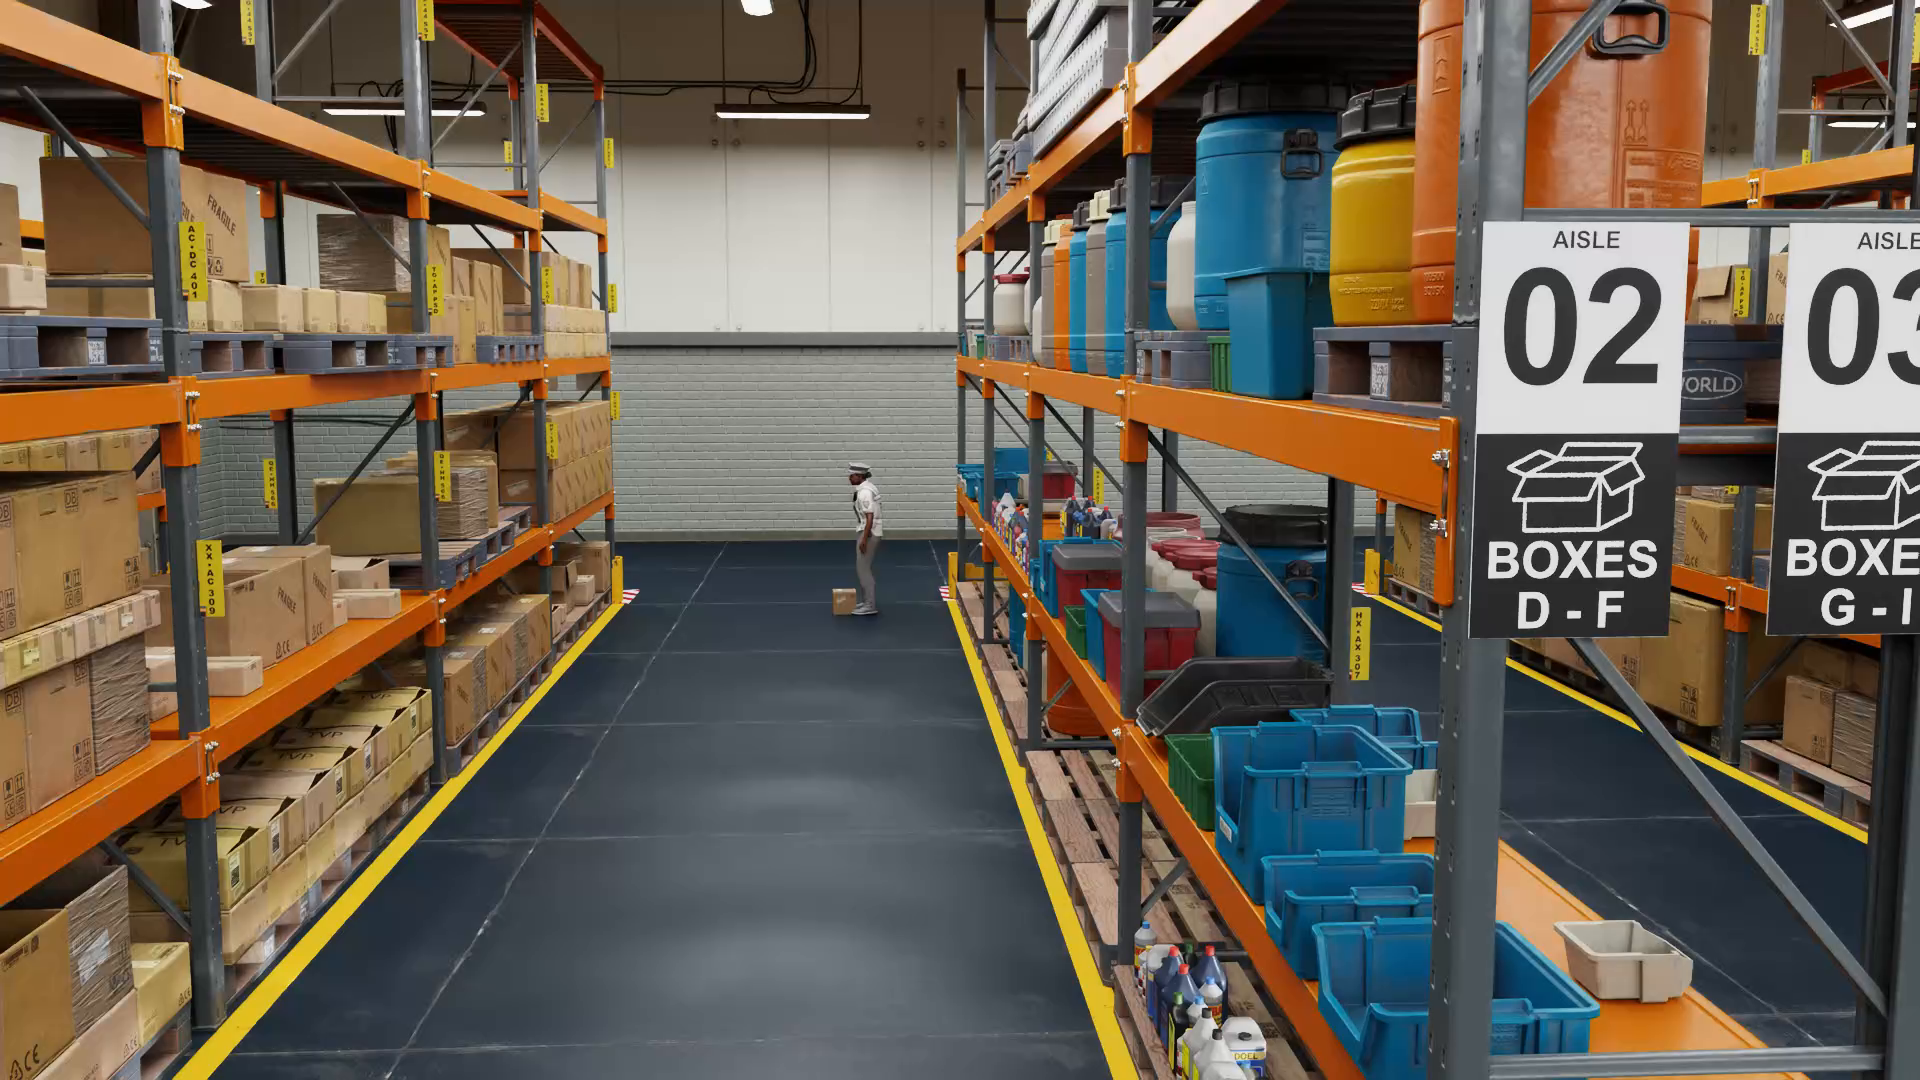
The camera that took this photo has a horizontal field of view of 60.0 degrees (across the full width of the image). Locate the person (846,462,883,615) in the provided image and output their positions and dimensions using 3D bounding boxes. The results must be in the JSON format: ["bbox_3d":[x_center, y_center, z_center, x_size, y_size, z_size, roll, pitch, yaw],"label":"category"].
[{"bbox_3d":[-1.039,-0.024,18.197,0.398,1.659,0.521,-1,7,-5],"label":"person"}]
